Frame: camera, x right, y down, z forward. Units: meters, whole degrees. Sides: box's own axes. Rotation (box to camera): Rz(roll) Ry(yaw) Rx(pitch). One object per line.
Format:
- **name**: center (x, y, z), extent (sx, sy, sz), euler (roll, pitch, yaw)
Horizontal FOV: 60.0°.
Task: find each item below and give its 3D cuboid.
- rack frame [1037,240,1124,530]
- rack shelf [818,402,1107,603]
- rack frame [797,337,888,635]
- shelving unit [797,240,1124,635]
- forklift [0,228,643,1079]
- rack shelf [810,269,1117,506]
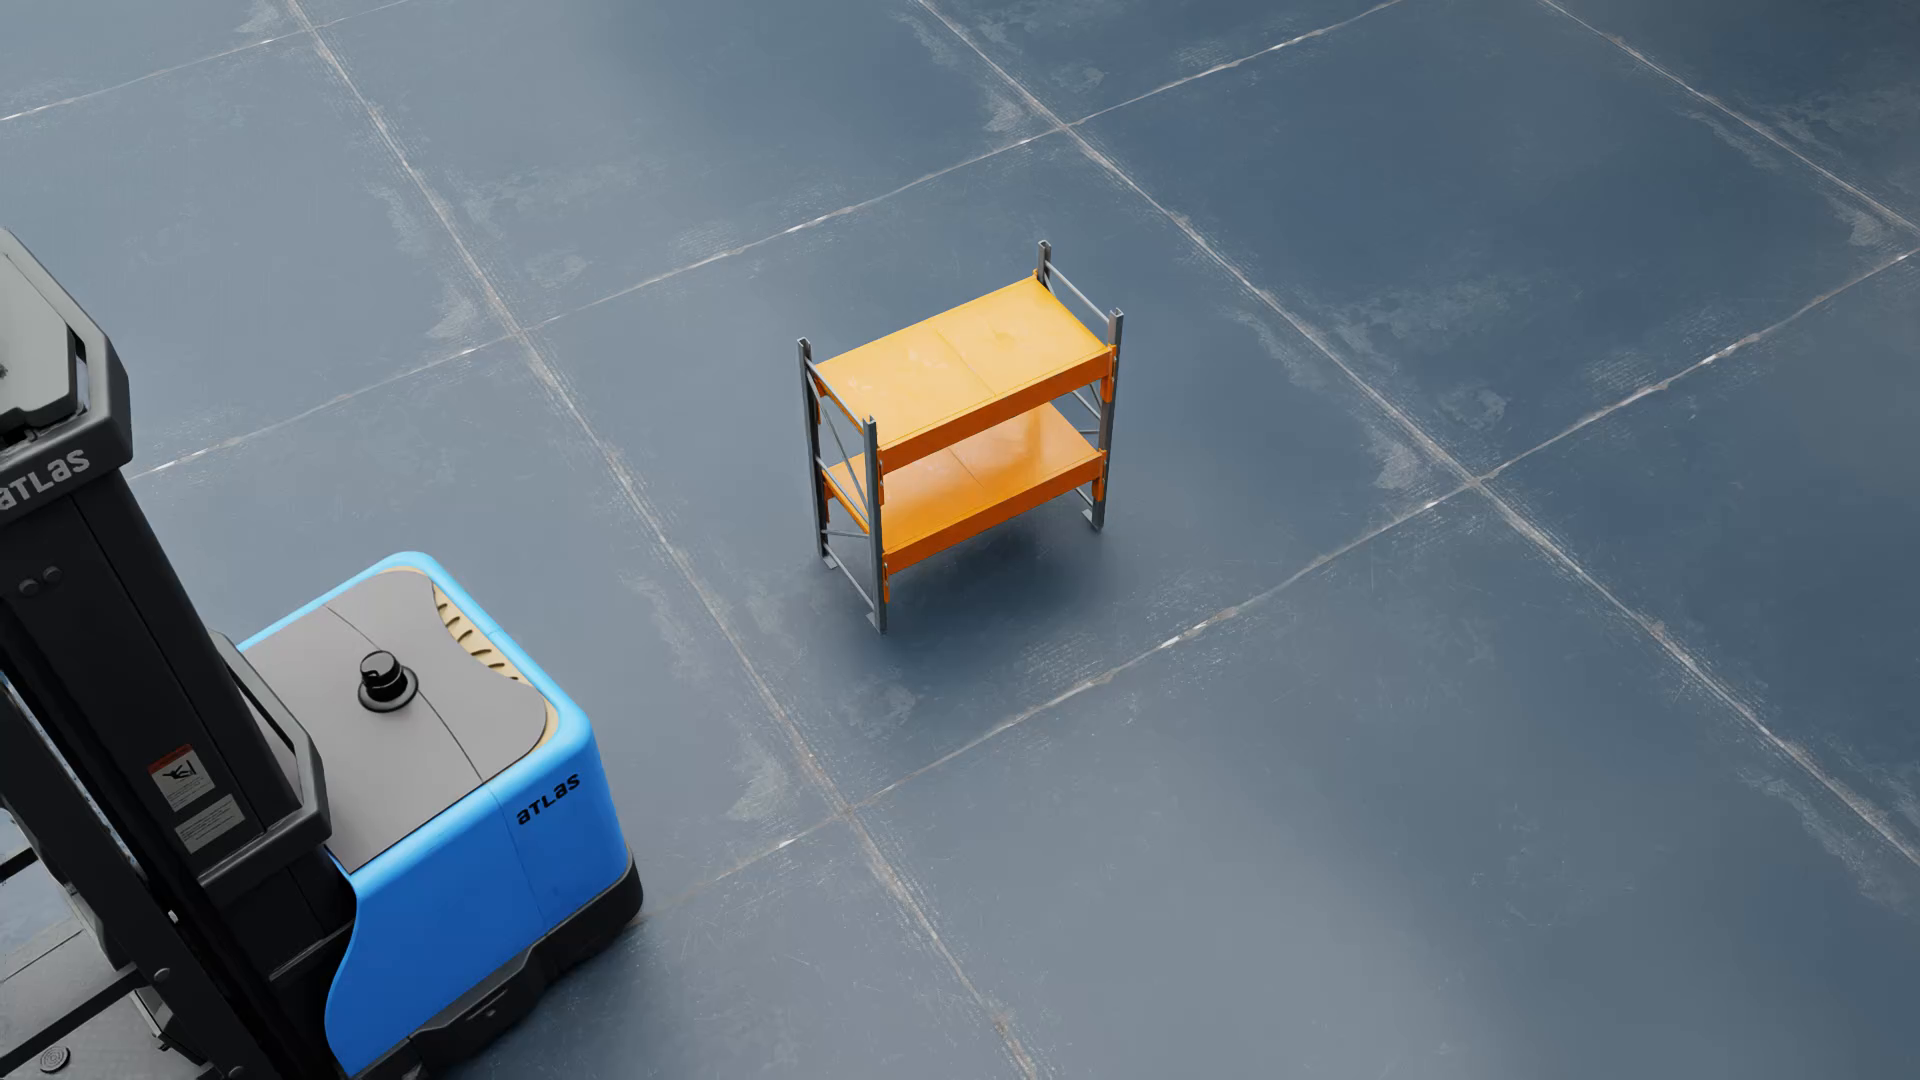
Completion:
- **rack frame**: center (0.436, -0.579, 6.458), extent (0.032, 1.125, 0.500), euler (-25, 53, -21)
- **rack shelf**: center (0.006, -0.214, 6.460), extent (1.000, 0.278, 0.538), euler (-25, 53, -21)
- **rack frame**: center (-0.424, -0.174, 6.097), extent (0.032, 1.125, 0.500), euler (-25, 53, -21)
- **shelving unit**: center (0.006, -0.377, 6.278), extent (1.048, 1.125, 0.538), euler (-25, 53, -21)
- **forklift**: center (-2.469, 0.767, 4.049), extent (3.031, 2.935, 1.130), euler (-35, 57, -27)
- **rack shelf**: center (0.006, -0.571, 6.059), extent (1.000, 0.278, 0.538), euler (-25, 53, -21)
